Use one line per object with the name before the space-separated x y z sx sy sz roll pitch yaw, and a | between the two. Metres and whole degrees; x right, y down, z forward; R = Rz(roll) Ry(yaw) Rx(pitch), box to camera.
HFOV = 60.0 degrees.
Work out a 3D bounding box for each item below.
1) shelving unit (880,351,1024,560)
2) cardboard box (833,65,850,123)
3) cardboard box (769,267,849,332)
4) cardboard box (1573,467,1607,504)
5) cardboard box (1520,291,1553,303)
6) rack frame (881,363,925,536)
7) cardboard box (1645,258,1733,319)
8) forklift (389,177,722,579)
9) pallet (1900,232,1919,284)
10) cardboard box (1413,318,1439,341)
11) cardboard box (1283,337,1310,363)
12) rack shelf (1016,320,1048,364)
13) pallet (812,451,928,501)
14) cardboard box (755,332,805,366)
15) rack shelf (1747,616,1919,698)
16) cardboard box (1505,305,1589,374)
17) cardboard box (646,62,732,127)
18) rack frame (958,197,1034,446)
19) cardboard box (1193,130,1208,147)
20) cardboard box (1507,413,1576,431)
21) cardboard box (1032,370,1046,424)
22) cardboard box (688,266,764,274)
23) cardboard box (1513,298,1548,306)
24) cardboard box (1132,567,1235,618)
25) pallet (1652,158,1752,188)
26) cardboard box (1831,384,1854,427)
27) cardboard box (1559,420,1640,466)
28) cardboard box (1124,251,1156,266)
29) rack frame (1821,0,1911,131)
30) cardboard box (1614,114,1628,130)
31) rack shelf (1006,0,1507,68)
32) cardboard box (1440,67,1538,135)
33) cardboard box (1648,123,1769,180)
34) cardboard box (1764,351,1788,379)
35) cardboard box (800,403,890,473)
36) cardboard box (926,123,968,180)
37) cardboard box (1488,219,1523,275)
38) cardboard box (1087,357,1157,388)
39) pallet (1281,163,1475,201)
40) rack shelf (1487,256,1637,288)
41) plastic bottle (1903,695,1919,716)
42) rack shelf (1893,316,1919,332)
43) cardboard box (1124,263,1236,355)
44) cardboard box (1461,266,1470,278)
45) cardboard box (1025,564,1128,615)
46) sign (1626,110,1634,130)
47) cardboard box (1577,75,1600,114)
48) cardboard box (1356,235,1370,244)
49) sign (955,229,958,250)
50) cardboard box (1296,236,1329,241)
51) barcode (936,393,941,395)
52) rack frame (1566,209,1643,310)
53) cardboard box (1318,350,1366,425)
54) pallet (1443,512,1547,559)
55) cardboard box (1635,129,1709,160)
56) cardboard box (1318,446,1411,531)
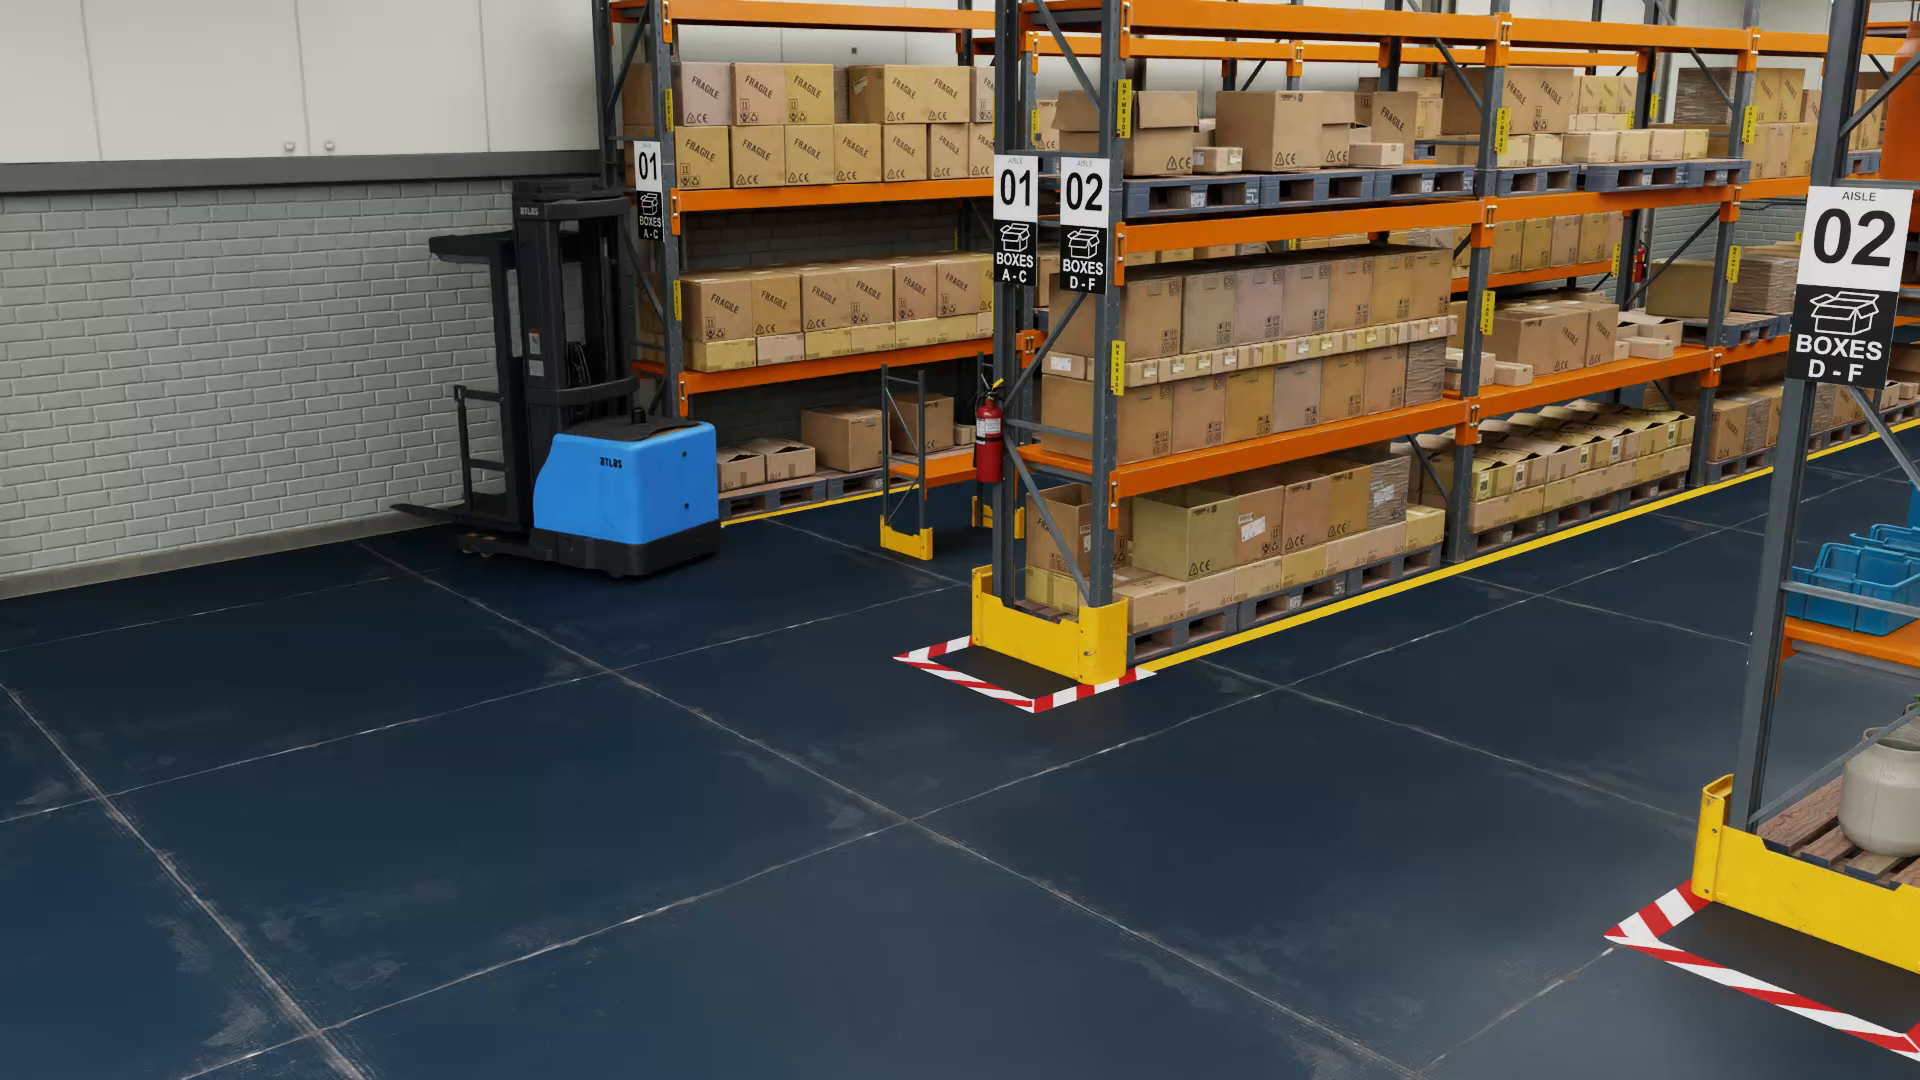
shelving unit | -0.058 -0.712 13.508 1.083 1.500 0.587 -13 19 -39
cardboard box | -1.340 -4.020 15.004 0.500 0.500 0.500 -13 20 -39
cardboard box | -1.338 -2.138 14.740 0.500 0.500 0.500 -13 20 -41
cardboard box | 5.230 -0.517 14.388 0.500 0.250 0.500 -12 19 -38
cardboard box | 8.139 -3.418 23.505 0.250 0.149 0.380 -12 19 -39
rack frame | -0.448 -0.624 13.180 0.032 1.500 0.500 -13 19 -39
cardboard box | 7.022 -2.419 15.987 0.700 0.500 0.500 8 17 28
forklift | -3.430 -1.384 13.252 3.031 2.935 1.130 9 17 30
pallet | 4.522 -1.198 6.978 1.213 0.211 1.003 -13 19 -39
cardboard box | 3.351 -1.594 12.456 0.250 0.149 0.380 -13 20 -41
cardboard box | 2.183 -1.331 11.469 0.250 0.149 0.380 -12 19 -39
rack shelf | 1.857 -2.317 18.005 4.000 0.370 1.077 -13 19 -39
pallet | -1.056 -0.650 15.775 1.213 0.211 1.003 -13 19 -39
cardboard box | -1.710 -1.697 14.542 0.500 0.250 0.500 -13 20 -41
rack shelf | 5.343 0.289 8.248 4.000 0.370 1.077 -13 19 -39
cardboard box | 4.968 -1.711 14.150 0.500 0.500 0.500 -13 19 -39
cardboard box | -2.219 -3.656 13.643 0.500 0.500 0.500 14 21 43
rack frame | 0.348 -2.326 16.644 0.127 3.000 1.000 -13 19 -39
cardboard box | 1.281 -2.578 10.982 0.500 0.250 0.500 -13 19 -39
cardboard box | 5.256 -0.977 15.022 0.500 0.311 0.500 -13 20 -41
cardboard box | 0.893 -1.458 17.389 0.500 0.500 0.700 -12 19 -38
cardboard box | -2.067 -2.152 14.793 0.500 0.500 0.500 -12 19 -39
cardboard box | 7.787 -3.207 22.717 0.250 0.149 0.380 -13 20 -41
cardboard box | 1.511 0.308 11.298 0.500 0.250 0.500 -13 19 -39
pallet | 6.167 -3.265 14.715 1.003 0.211 1.213 -12 19 -37
cardboard box | 9.075 -1.501 17.546 0.500 0.500 0.500 -13 19 -39
cardboard box | 5.617 -0.874 14.637 0.500 0.311 0.500 -13 20 -40
cardboard box | 1.657 -2.877 17.662 0.500 0.500 0.700 -10 18 -32
rack frame | 9.638 -5.616 17.336 0.127 3.000 1.000 -13 19 -39
cardboard box | 9.023 -5.811 23.162 0.500 0.250 0.500 -12 19 -38
rack shelf | 2.094 -3.381 11.138 4.000 0.370 1.077 -13 19 -39
cardboard box | 4.094 -3.401 12.880 0.500 0.500 0.500 -12 19 -39
cardboard box | 6.927 -3.617 15.474 0.500 0.500 0.910 -13 19 -39
cardboard box | 8.359 -1.880 17.515 0.500 0.250 0.500 -13 19 -39
cardboard box | -1.072 -0.964 15.537 0.500 0.500 0.700 -14 21 -43
cardboard box | -0.260 -3.616 15.430 0.500 0.500 0.500 14 20 42
cardboard box | 6.803 -3.915 22.011 0.700 0.700 0.980 -12 19 -39
cardboard box | 1.023 -1.071 10.495 0.250 0.149 0.380 -13 20 -40
pallet | 2.976 -2.619 12.101 1.213 0.211 1.003 -13 19 -39
rack shelf | 7.892 -3.672 23.079 4.000 0.370 1.077 -13 19 -39
plastic bottle | 5.008 0.961 8.752 0.133 0.283 0.061 -12 19 -38
rack shelf | 11.147 -2.708 19.471 4.000 0.370 1.077 -13 19 -39
cardboard box | 1.379 -1.535 10.977 0.500 0.500 0.700 -13 20 -41
cardboard box | 6.314 -3.457 21.327 0.250 0.149 0.380 -12 19 -39
cardboard box | 0.796 0.293 11.355 0.500 0.250 0.500 -13 19 -39
sign | 6.266 -3.844 15.516 0.005 0.325 0.100 -13 19 -39
cardboard box | 8.255 -5.999 22.414 0.500 0.500 0.500 -14 20 -42
cardboard box | 4.677 -3.408 19.888 0.500 0.500 0.500 -13 20 -40
sign | -0.019 -2.992 16.897 0.005 0.325 0.100 -13 19 -39
cardboard box | 3.899 -3.599 19.149 0.500 0.250 0.500 -12 19 -38
barcode | -0.217 -1.440 16.701 0.075 0.075 0.001 -13 19 -39
rack frame | 9.401 -4.358 24.255 0.127 3.000 1.000 -13 19 -39
cardboard box | 2.498 -1.159 12.083 0.500 0.500 0.700 -12 19 -39
pallet | 4.133 -0.147 13.892 1.213 0.211 1.003 -13 19 -39
cardboard box | 6.315 -3.531 14.822 0.500 0.250 0.500 14 21 43
cardboard box | 3.012 -0.395 12.478 0.500 0.500 0.500 -13 19 -39
